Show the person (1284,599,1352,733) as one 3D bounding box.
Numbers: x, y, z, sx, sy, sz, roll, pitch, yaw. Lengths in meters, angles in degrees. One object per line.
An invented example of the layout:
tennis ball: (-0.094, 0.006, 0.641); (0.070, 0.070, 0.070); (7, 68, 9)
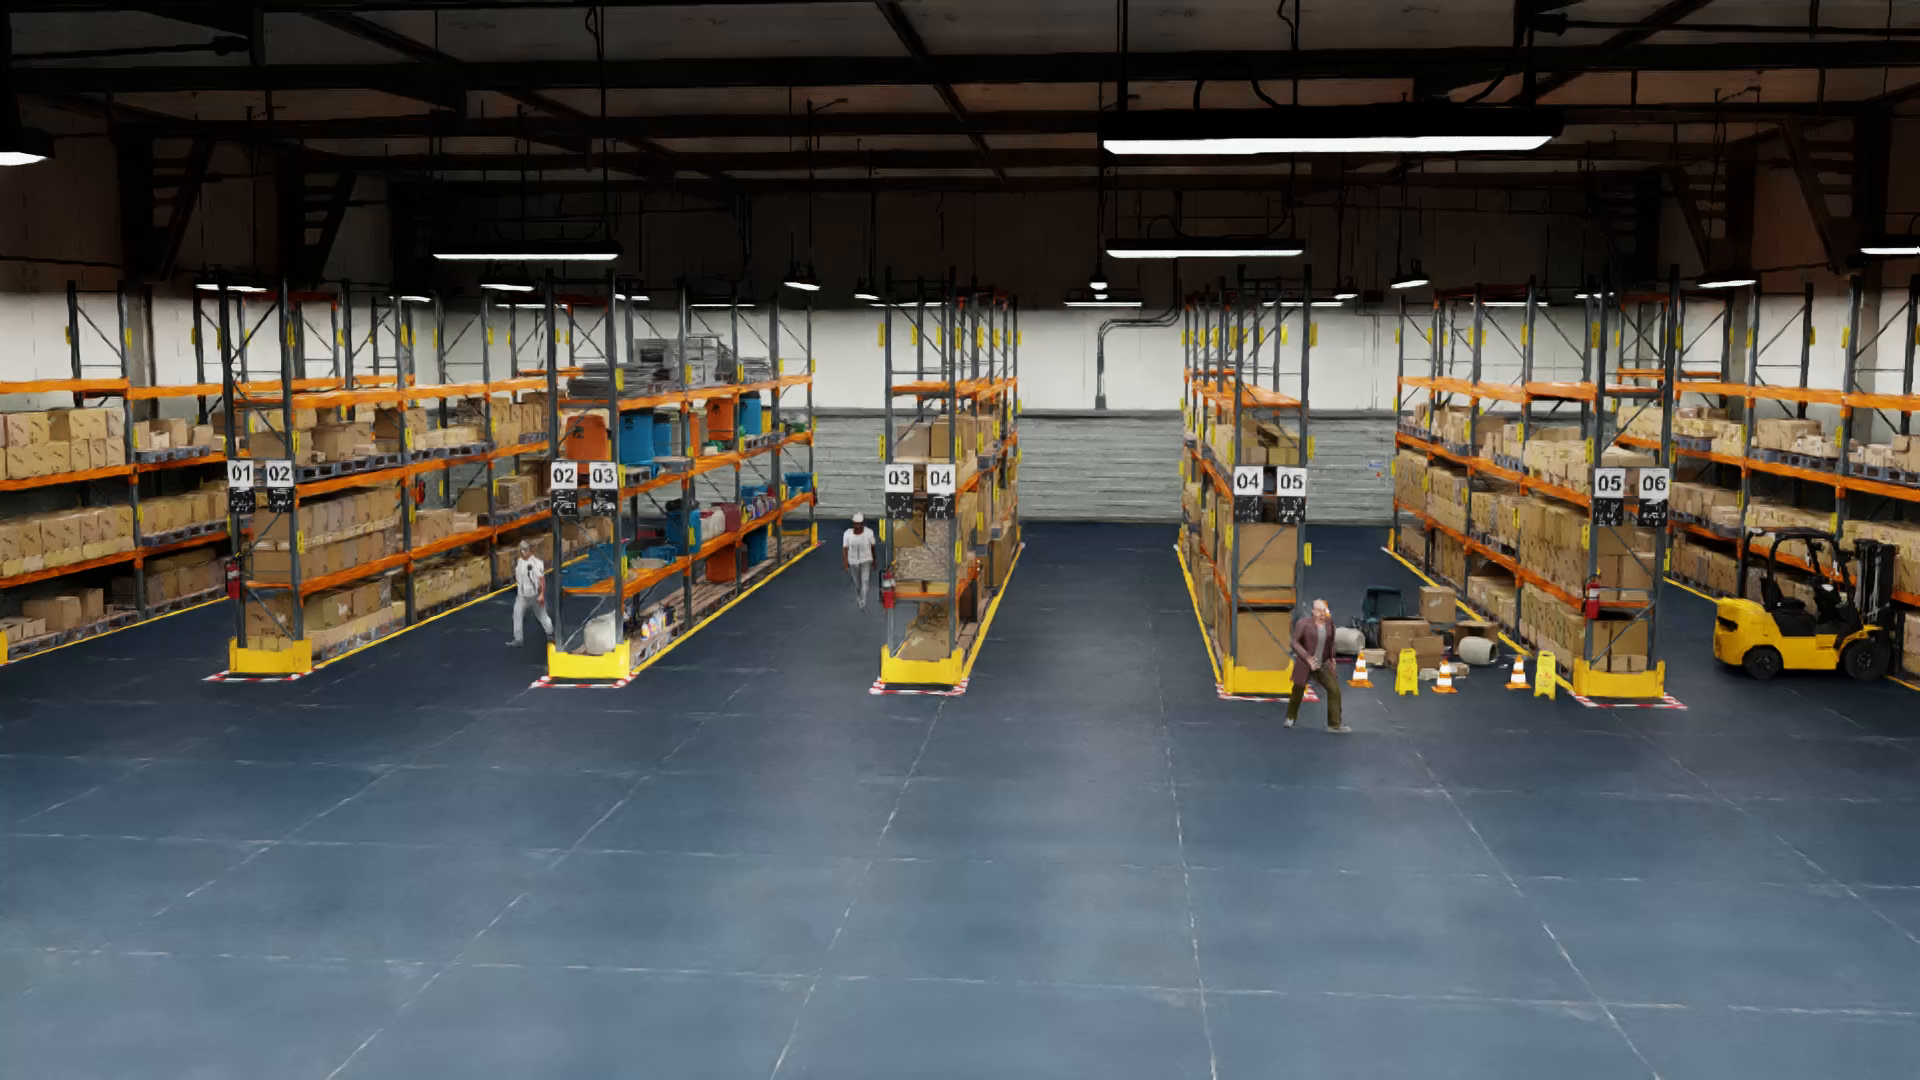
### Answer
person: (4.509, 1.577, 21.183); (0.735, 1.715, 0.896); (-1, 7, -11)

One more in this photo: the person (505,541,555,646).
person: (-6.979, 0.851, 27.138); (0.568, 1.722, 0.950); (3, 7, 21)

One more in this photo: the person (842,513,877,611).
person: (-1.778, 0.356, 29.125); (0.577, 1.684, 1.128); (1, 7, 7)
